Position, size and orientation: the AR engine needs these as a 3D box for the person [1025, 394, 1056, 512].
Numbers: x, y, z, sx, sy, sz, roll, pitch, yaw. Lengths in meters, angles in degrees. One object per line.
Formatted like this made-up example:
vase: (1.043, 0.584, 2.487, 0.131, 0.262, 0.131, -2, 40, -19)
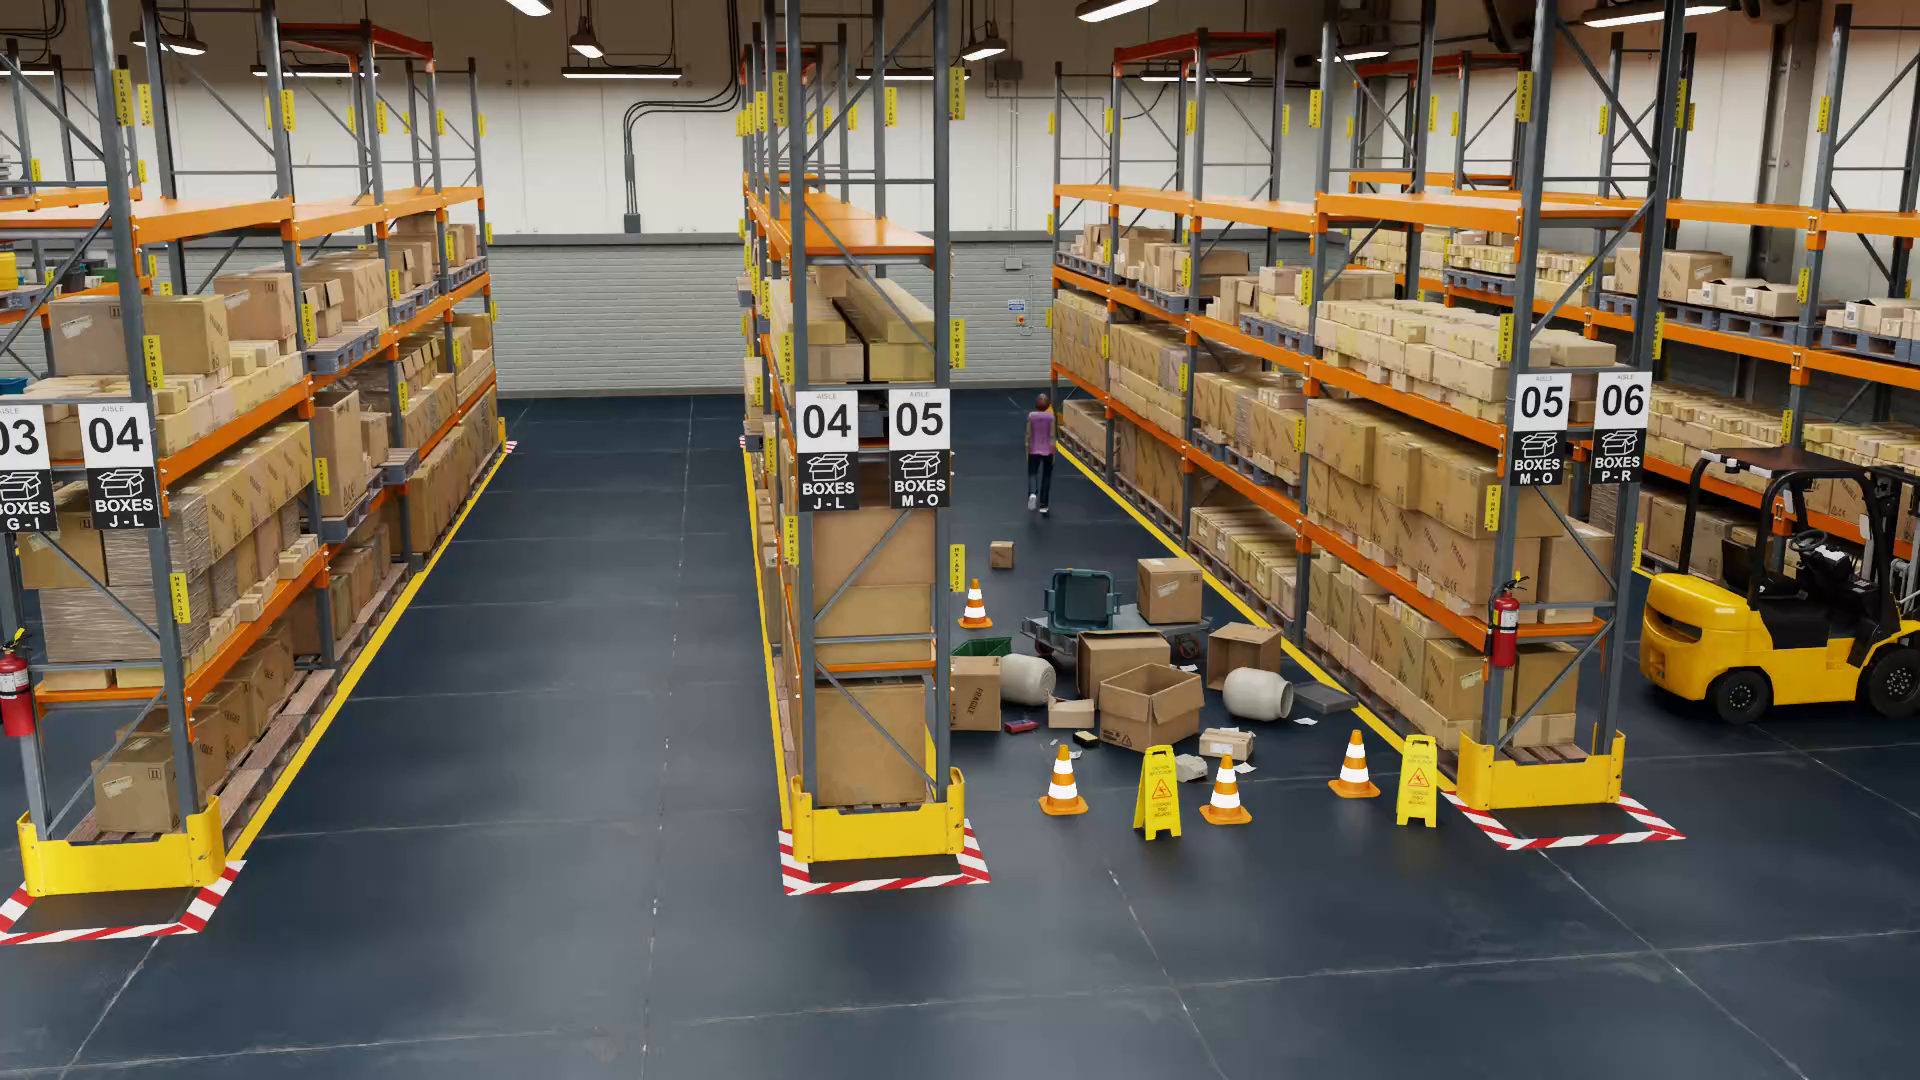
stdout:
person: (1.043, -1.117, 21.625, 0.413, 1.582, 0.606, 1, 13, 6)
